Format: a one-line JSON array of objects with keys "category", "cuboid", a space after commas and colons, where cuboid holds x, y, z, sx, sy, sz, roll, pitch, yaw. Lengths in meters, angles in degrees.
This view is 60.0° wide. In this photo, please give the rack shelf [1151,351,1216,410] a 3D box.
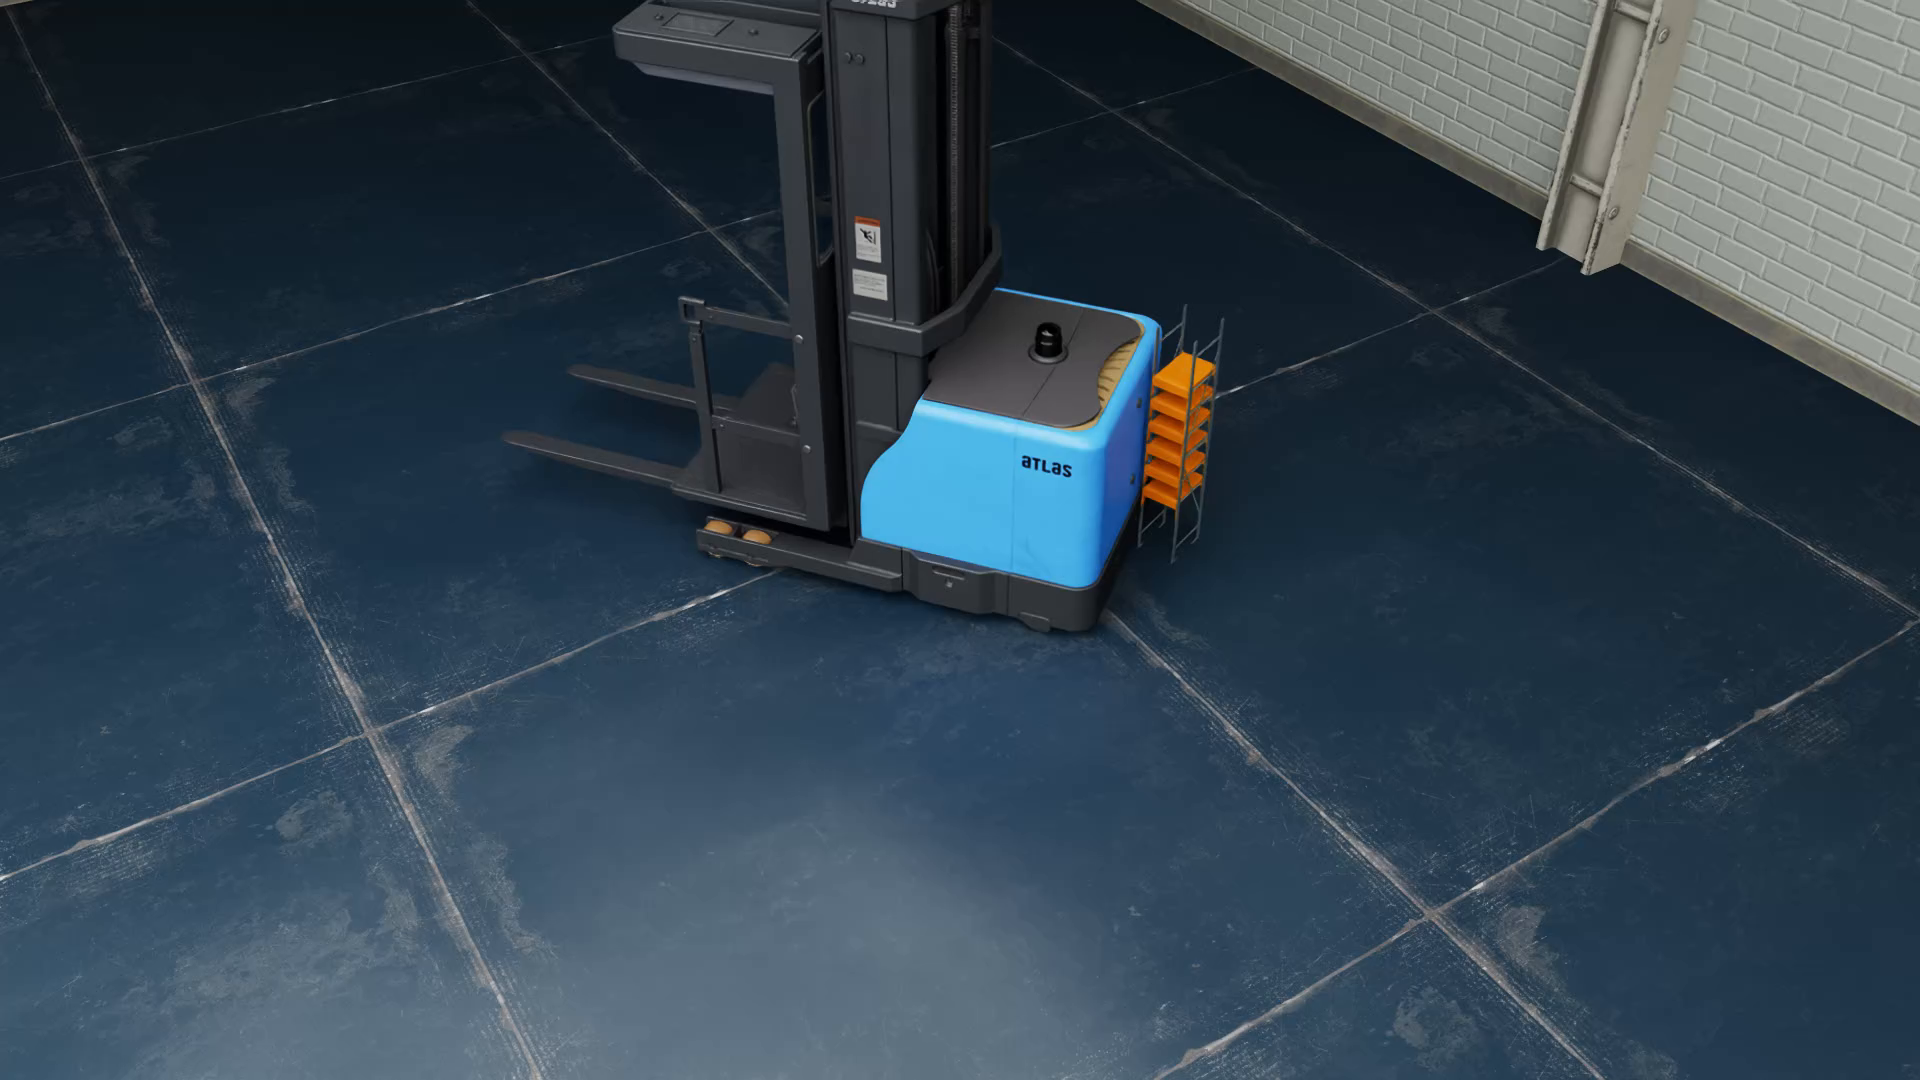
[{"category": "rack shelf", "cuboid": [0.966, -0.690, 7.148, 0.180, 0.103, 0.258, 26, 46, 28]}]

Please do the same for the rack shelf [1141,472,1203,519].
[{"category": "rack shelf", "cuboid": [0.967, -0.229, 7.532, 0.180, 0.103, 0.258, 26, 46, 28]}]

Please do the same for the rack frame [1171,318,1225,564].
[{"category": "rack frame", "cuboid": [1.040, -0.412, 7.307, 0.006, 1.200, 0.240, 26, 46, 28]}]

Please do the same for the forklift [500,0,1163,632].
[{"category": "forklift", "cuboid": [-0.677, -1.308, 7.031, 3.031, 2.935, 1.130, 13, 42, 15]}]

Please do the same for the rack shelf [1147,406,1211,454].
[{"category": "rack shelf", "cuboid": [0.967, -0.506, 7.301, 0.180, 0.103, 0.258, 26, 46, 28]}]

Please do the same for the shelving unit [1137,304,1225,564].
[{"category": "shelving unit", "cuboid": [0.967, -0.447, 7.350, 0.189, 1.200, 0.258, 26, 46, 28]}]

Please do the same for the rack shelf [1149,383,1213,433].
[{"category": "rack shelf", "cuboid": [0.967, -0.598, 7.224, 0.180, 0.103, 0.258, 26, 46, 28]}]

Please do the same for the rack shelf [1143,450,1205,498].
[{"category": "rack shelf", "cuboid": [0.967, -0.321, 7.455, 0.180, 0.103, 0.258, 26, 46, 28]}]

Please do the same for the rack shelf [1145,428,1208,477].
[{"category": "rack shelf", "cuboid": [0.967, -0.413, 7.378, 0.180, 0.103, 0.258, 26, 46, 28]}]

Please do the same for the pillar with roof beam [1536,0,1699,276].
[{"category": "pillar with roof beam", "cuboid": [0.006, -3.656, 5.108, 9.100, 9.000, 0.400, -22, 45, -24]}]

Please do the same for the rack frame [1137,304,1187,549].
[{"category": "rack frame", "cuboid": [0.894, -0.483, 7.392, 0.006, 1.200, 0.240, 26, 46, 28]}]
